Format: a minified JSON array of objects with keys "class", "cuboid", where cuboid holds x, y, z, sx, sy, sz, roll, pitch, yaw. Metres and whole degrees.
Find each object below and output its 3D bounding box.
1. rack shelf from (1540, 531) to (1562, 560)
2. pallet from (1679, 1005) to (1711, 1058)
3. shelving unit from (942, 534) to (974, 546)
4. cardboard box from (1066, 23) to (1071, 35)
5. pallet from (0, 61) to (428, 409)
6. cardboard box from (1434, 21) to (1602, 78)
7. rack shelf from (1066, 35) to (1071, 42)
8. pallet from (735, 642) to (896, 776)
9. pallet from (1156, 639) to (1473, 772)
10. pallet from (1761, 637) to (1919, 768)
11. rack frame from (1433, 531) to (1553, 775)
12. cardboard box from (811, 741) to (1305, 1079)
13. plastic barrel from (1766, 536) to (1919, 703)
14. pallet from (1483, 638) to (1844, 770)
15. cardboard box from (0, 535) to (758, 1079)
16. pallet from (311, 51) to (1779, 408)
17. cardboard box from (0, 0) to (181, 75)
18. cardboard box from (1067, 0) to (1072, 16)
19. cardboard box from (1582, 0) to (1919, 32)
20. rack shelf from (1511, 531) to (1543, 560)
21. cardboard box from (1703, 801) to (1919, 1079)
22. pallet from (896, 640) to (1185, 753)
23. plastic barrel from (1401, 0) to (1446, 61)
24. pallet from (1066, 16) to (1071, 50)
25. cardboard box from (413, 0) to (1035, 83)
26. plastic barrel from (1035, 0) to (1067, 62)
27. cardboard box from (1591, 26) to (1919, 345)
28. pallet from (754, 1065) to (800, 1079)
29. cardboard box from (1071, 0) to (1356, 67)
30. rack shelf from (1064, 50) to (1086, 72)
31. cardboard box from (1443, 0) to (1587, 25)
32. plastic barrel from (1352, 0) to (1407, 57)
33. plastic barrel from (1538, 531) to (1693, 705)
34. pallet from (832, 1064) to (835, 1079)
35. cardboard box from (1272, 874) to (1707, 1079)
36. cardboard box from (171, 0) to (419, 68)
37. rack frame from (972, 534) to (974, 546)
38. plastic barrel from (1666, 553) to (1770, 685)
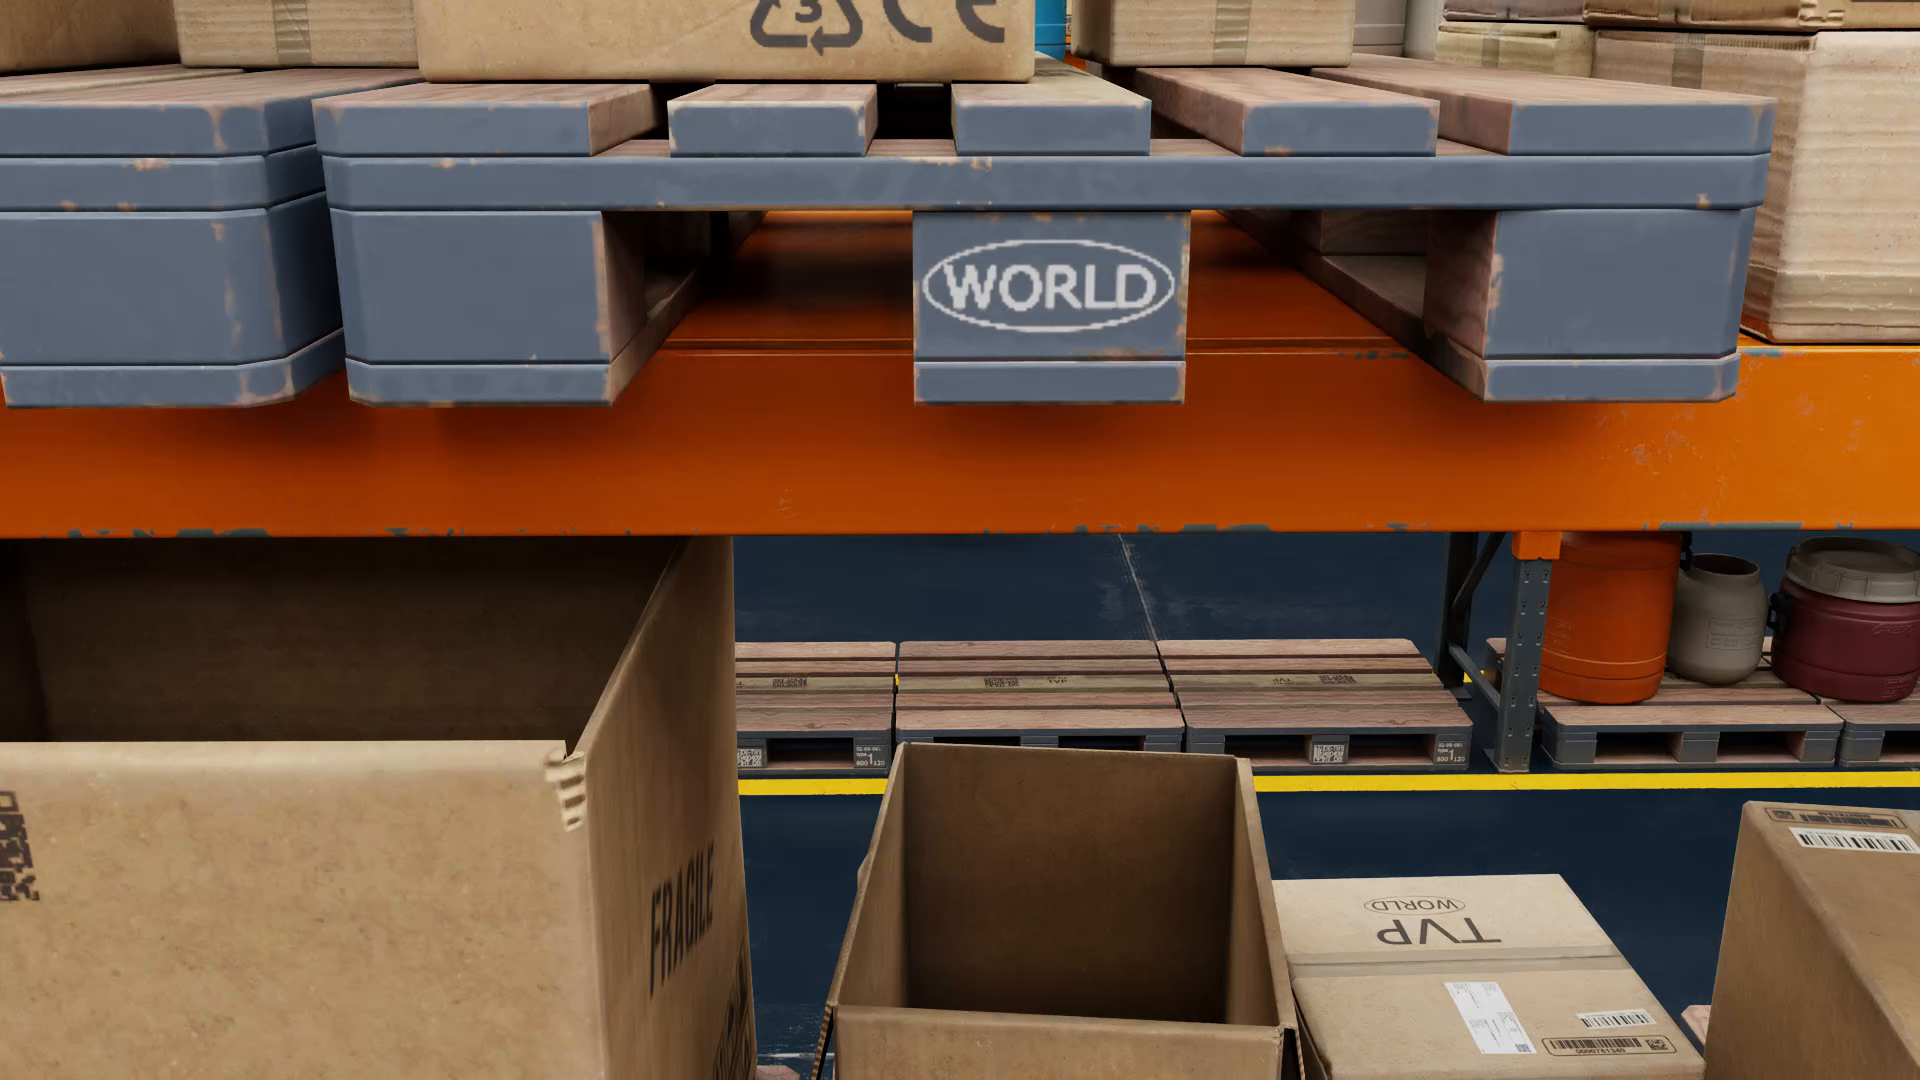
[{"class":"rack shelf","cuboid":[4.317,-0.263,7.135,4.000,0.370,1.077,0,18,-1]},{"class":"pallet","cuboid":[1.685,1.044,2.197,1.003,0.211,1.213,0,18,-1]},{"class":"shelving unit","cuboid":[-0.014,-0.571,9.864,0.189,1.200,0.258,0,18,-1]},{"class":"cardboard box","cuboid":[0.864,-5.131,16.019,0.637,0.503,0.797,2,18,7]},{"class":"pallet","cuboid":[-0.985,-0.373,1.698,1.003,0.211,1.213,0,18,-1]},{"class":"cardboard box","cuboid":[0.895,-0.508,2.055,0.500,0.250,0.500,0,18,0]},{"class":"rack shelf","cuboid":[0.162,-4.698,16.049,4.000,0.370,1.077,0,18,-1]},{"class":"pallet","cuboid":[-0.897,0.735,7.410,1.213,0.211,1.003,0,18,-1]},{"class":"pallet","cuboid":[1.542,0.724,7.447,1.213,0.211,1.003,0,18,-1]},{"class":"pallet","cuboid":[4.322,0.710,7.488,1.213,0.211,1.003,0,18,-1]},{"class":"rack frame","cuboid":[2.318,-0.596,6.995,0.127,3.000,1.000,0,18,-1]},{"class":"cardboard box","cuboid":[0.128,0.650,2.254,0.637,0.503,0.797,2,18,5]},{"class":"plastic barrel","cuboid":[3.936,0.339,7.340,0.708,0.588,0.600,0,18,-1]},{"class":"pallet","cuboid":[3.105,0.715,7.473,1.213,0.211,1.003,0,18,-1]},{"class":"cardboard box","cuboid":[-0.807,0.489,1.942,1.000,1.000,1.000,0,18,0]},{"class":"pallet","cuboid":[0.052,-0.379,1.716,1.003,0.211,1.213,0,18,-1]},{"class":"cardboard box","cuboid":[-1.132,-0.714,1.594,0.637,0.503,0.797,-1,18,-4]},{"class":"cardboard box","cuboid":[0.694,-3.639,11.129,0.500,0.250,0.500,-1,18,-2]},{"class":"cardboard box","cuboid":[0.915,-0.715,1.474,0.500,0.500,0.500,0,18,0]},{"class":"rack shelf","cuboid":[0.318,-0.244,7.075,4.000,0.370,1.077,0,18,-1]},{"class":"cardboard box","cuboid":[1.300,0.717,2.050,0.500,0.500,0.700,2,18,7]},{"class":"pallet","cuboid":[0.326,0.729,7.431,1.213,0.211,1.003,0,18,-1]},{"class":"plastic barrel","cuboid":[2.002,-2.170,6.807,0.421,0.512,0.421,0,18,0]},{"class":"pallet","cuboid":[0.448,-3.411,11.167,1.213,0.211,1.003,1,18,2]},{"class":"cardboard box","cuboid":[-0.190,-0.718,1.609,0.637,0.503,0.797,0,18,1]},{"class":"plastic barrel","cuboid":[0.131,-2.319,6.634,0.708,0.901,0.600,0,18,-1]},{"class":"cardboard box","cuboid":[0.926,-0.355,1.578,0.500,0.250,0.500,0,18,1]},{"class":"pallet","cuboid":[-0.837,1.068,2.122,1.213,0.211,1.003,0,18,-1]},{"class":"cardboard box","cuboid":[0.270,-0.621,1.856,0.250,0.166,0.380,-1,18,-2]},{"class":"rack shelf","cuboid":[0.243,-3.185,11.333,4.000,0.370,1.077,0,18,-1]},{"class":"cardboard box","cuboid":[0.912,-0.868,1.949,0.500,0.500,0.500,-1,18,-2]},{"class":"plastic barrel","cuboid":[1.493,-2.325,6.655,0.600,0.901,0.600,0,18,0]},{"class":"plastic barrel","cuboid":[2.807,0.230,7.286,0.708,0.830,0.600,0,18,-1]},{"class":"pallet","cuboid":[0.417,1.030,2.240,1.213,0.211,1.003,0,18,-1]},{"class":"cardboard box","cuboid":[0.716,0.726,2.432,0.500,0.250,0.500,-1,18,-2]},{"class":"cardboard box","cuboid":[-0.665,-0.664,1.827,0.258,0.266,0.396,0,18,1]},{"class":"rack frame","cuboid":[0.077,-0.572,9.865,0.006,1.200,0.240,0,18,-1]},{"class":"plastic barrel","cuboid":[3.370,0.351,7.428,0.421,0.512,0.421,0,18,0]}]
